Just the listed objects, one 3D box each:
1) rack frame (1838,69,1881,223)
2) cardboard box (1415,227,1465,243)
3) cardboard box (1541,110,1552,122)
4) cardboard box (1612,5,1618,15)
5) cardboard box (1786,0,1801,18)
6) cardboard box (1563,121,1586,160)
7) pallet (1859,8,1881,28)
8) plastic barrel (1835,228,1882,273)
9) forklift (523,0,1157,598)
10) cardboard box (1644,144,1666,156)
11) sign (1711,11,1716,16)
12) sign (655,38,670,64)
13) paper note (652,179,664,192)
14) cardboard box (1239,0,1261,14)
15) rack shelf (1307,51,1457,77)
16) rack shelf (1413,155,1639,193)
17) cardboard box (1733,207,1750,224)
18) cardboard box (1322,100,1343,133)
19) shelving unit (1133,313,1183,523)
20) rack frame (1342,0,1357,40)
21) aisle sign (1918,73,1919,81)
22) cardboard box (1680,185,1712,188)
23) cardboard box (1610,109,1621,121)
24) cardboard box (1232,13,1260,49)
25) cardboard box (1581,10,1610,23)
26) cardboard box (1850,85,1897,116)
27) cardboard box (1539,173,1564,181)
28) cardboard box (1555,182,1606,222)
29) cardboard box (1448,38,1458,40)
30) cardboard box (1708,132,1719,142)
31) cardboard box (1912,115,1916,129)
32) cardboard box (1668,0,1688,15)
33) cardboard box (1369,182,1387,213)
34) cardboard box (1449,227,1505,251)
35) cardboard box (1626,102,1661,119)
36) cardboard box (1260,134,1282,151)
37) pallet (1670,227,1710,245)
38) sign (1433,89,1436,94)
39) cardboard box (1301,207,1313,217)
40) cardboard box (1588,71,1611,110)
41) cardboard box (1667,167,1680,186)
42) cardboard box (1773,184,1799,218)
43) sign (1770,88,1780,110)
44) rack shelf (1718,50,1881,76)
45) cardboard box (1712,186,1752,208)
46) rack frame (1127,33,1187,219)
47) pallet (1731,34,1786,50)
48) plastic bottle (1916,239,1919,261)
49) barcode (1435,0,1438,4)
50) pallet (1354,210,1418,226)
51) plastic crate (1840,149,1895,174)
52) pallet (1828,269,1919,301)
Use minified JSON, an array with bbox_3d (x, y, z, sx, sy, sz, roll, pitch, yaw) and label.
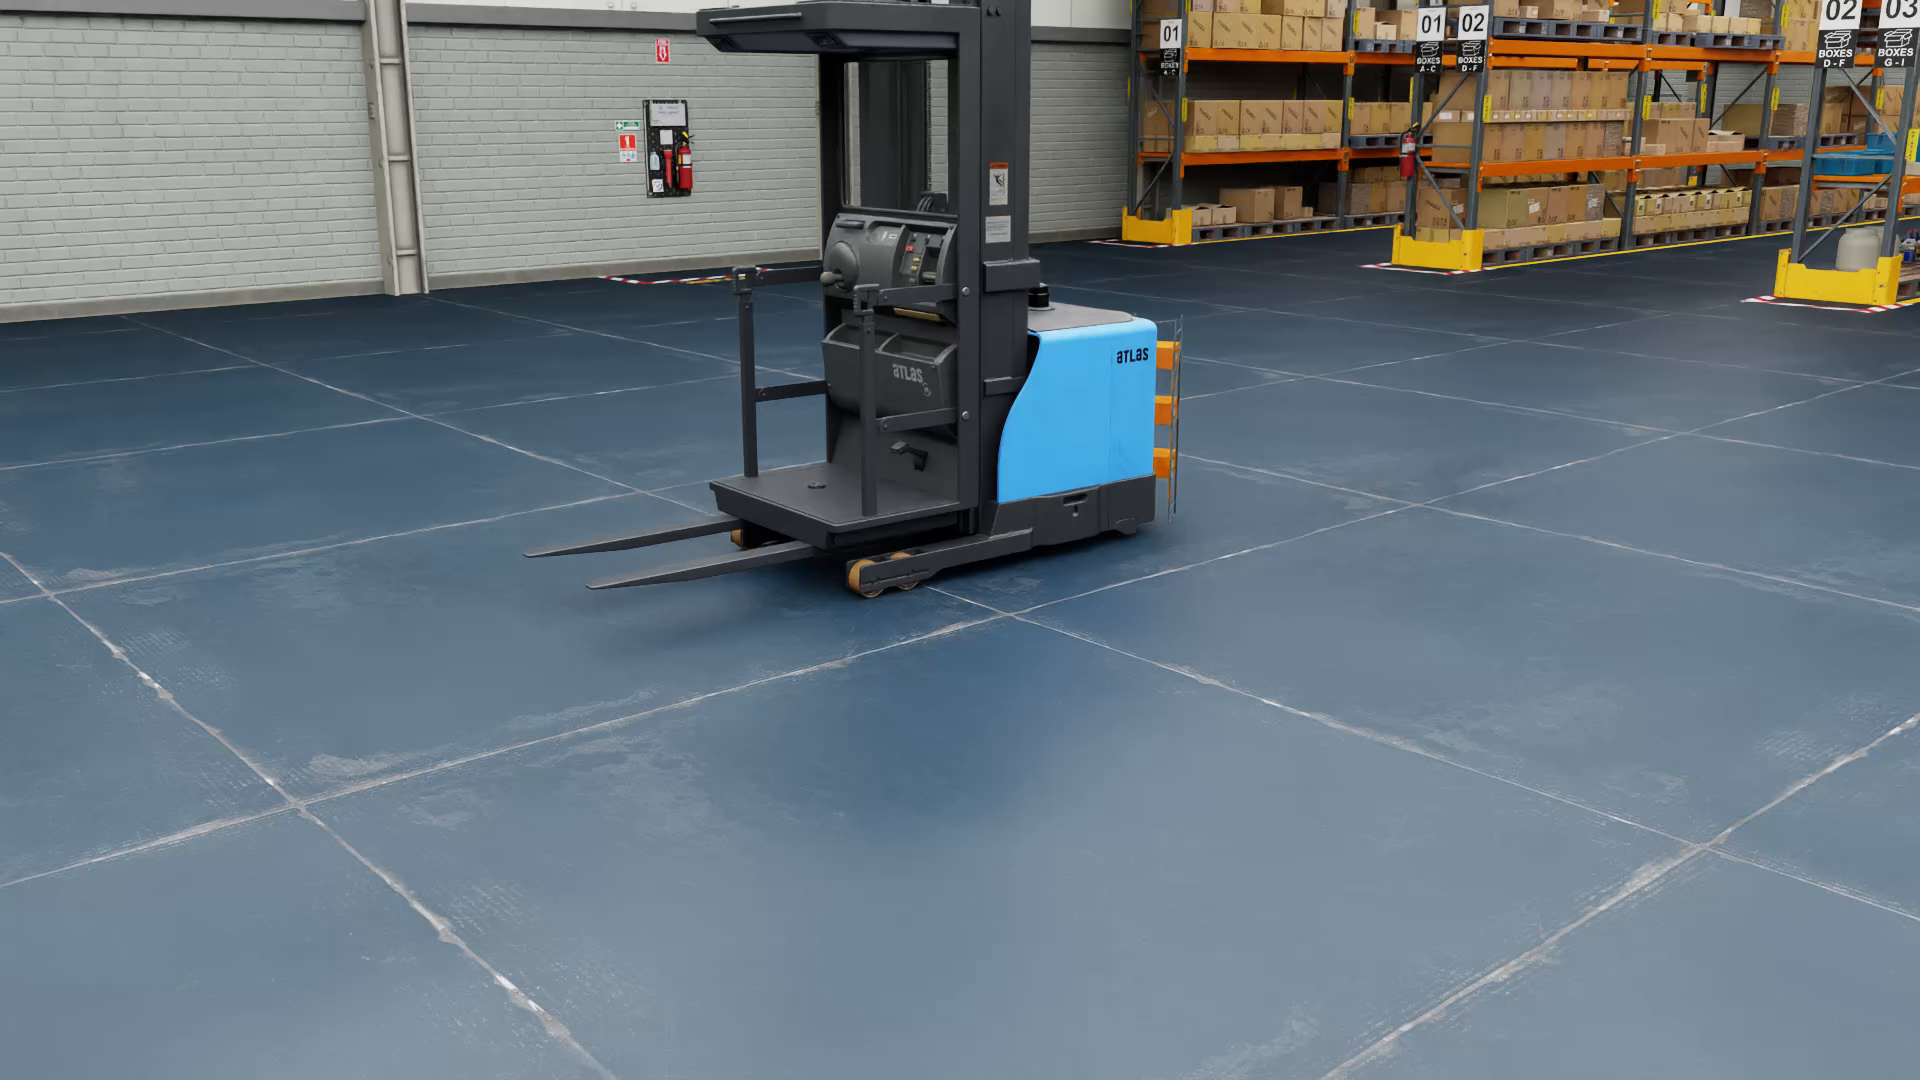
[{"bbox_3d":[15.217,-7.022,28.728,0.127,3.000,1.000,-13,19,-39],"label":"rack frame"},{"bbox_3d":[6.375,-4.012,21.973,0.500,0.250,0.500,-13,19,-39],"label":"cardboard box"},{"bbox_3d":[7.572,-5.594,21.931,0.250,0.149,0.380,-13,20,-40],"label":"cardboard box"},{"bbox_3d":[12.685,-10.043,32.052,0.500,0.500,0.500,-13,20,-40],"label":"cardboard box"},{"bbox_3d":[12.918,-8.484,26.257,0.500,0.500,0.500,-13,19,-39],"label":"cardboard box"},{"bbox_3d":[8.077,-5.464,22.701,0.500,0.500,0.700,-12,19,-39],"label":"cardboard box"},{"bbox_3d":[10.102,-5.504,17.595,1.213,0.211,1.003,-13,19,-39],"label":"pallet"},{"bbox_3d":[9.860,-3.152,18.245,0.421,0.512,0.421,0,15,0],"label":"plastic barrel"},{"bbox_3d":[-0.492,-1.316,7.499,3.031,2.935,1.130,-11,19,-37],"label":"forklift"},{"bbox_3d":[9.985,-5.656,24.099,0.250,0.149,0.380,-13,19,-39],"label":"cardboard box"},{"bbox_3d":[11.845,-8.150,26.134,0.005,0.325,0.100,-13,19,-39],"label":"sign"},{"bbox_3d":[-3.617,-5.951,20.223,0.199,0.298,0.001,-13,19,-39],"label":"sign"},{"bbox_3d":[-3.724,-4.371,20.507,0.142,0.148,0.016,-13,19,-39],"label":"paper note"},{"bbox_3d":[4.151,-8.126,24.875,0.500,0.500,0.500,-12,19,-38],"label":"cardboard box"},{"bbox_3d":[7.437,-8.071,28.236,4.000,0.370,1.077,-13,19,-39],"label":"rack shelf"},{"bbox_3d":[7.674,-4.981,22.478,4.000,0.370,1.077,-13,19,-39],"label":"rack shelf"},{"bbox_3d":[11.963,-5.083,25.980,0.500,0.250,0.500,-12,19,-38],"label":"cardboard box"},{"bbox_3d":[5.774,-6.790,26.657,0.500,0.500,0.500,-13,20,-39],"label":"cardboard box"},{"bbox_3d":[0.987,-0.627,8.561,0.252,1.050,0.215,5,16,17],"label":"shelving unit"},{"bbox_3d":[5.928,-9.529,26.488,0.127,3.000,1.000,-13,19,-39],"label":"rack frame"},{"bbox_3d":[18.094,-9.025,31.186,0.004,0.787,0.394,-13,19,-39],"label":"aisle sign"},{"bbox_3d":[11.612,-5.459,26.301,0.500,0.311,0.500,-12,19,-38],"label":"cardboard box"},{"bbox_3d":[8.930,-5.900,23.073,0.250,0.149,0.380,-13,20,-41],"label":"cardboard box"},{"bbox_3d":[4.144,-7.641,24.999,0.500,0.500,0.500,-12,19,-37],"label":"cardboard box"},{"bbox_3d":[8.452,-7.008,22.263,0.250,0.149,0.380,-13,19,-39],"label":"cardboard box"},{"bbox_3d":[15.758,-7.579,28.680,0.500,0.500,0.500,-12,19,-38],"label":"cardboard box"},{"bbox_3d":[10.889,-6.864,31.486,0.750,0.750,0.750,-12,19,-38],"label":"cardboard box"},{"bbox_3d":[8.591,-4.700,23.096,0.500,0.500,0.500,-13,19,-39],"label":"cardboard box"},{"bbox_3d":[8.579,-8.550,28.767,0.500,0.311,0.500,-13,19,-39],"label":"cardboard box"},{"bbox_3d":[11.398,-6.188,25.776,0.500,0.311,0.500,-13,20,-40],"label":"cardboard box"},{"bbox_3d":[16.544,-7.276,29.482,0.500,0.500,0.500,-13,20,-40],"label":"cardboard box"},{"bbox_3d":[10.088,-7.807,23.876,0.500,0.500,0.500,-10,18,-34],"label":"cardboard box"},{"bbox_3d":[6.829,-5.861,28.371,0.500,0.500,0.700,-13,20,-40],"label":"cardboard box"},{"bbox_3d":[6.715,-3.912,21.596,0.500,0.250,0.500,-13,19,-39],"label":"cardboard box"},{"bbox_3d":[13.479,-8.468,33.557,0.700,0.700,0.980,-14,20,-42],"label":"cardboard box"},{"bbox_3d":[4.640,-6.172,25.797,0.500,0.250,0.500,-12,19,-39],"label":"cardboard box"},{"bbox_3d":[10.633,-4.660,25.287,1.213,0.211,1.003,-13,19,-39],"label":"pallet"},{"bbox_3d":[8.578,-7.975,30.052,0.005,0.325,0.100,-13,19,-39],"label":"sign"},{"bbox_3d":[5.544,-5.378,27.210,0.380,0.166,0.250,13,20,40],"label":"cardboard box"},{"bbox_3d":[8.471,-6.180,22.866,0.500,0.500,0.700,-13,20,-39],"label":"cardboard box"},{"bbox_3d":[14.518,-7.521,34.624,0.500,0.500,0.700,-13,19,-39],"label":"cardboard box"},{"bbox_3d":[13.504,-5.545,27.188,0.500,0.500,0.500,-13,20,-40],"label":"cardboard box"},{"bbox_3d":[12.567,-6.797,25.639,0.005,0.325,0.100,-13,19,-39],"label":"sign"},{"bbox_3d":[13.709,-7.785,27.165,4.000,0.370,1.077,-13,19,-39],"label":"rack shelf"},{"bbox_3d":[11.966,-5.354,25.907,0.500,0.311,0.500,-12,19,-38],"label":"cardboard box"},{"bbox_3d":[2.910,-5.953,24.725,0.127,3.000,1.000,-13,19,-39],"label":"rack frame"},{"bbox_3d":[11.747,-7.570,25.333,1.003,0.211,1.213,-12,19,-37],"label":"pallet"},{"bbox_3d":[11.520,-3.493,19.947,0.097,0.271,0.097,0,15,0],"label":"plastic bottle"},{"bbox_3d":[6.076,-6.864,21.198,0.075,0.075,0.001,-13,19,-39],"label":"barcode"},{"bbox_3d":[7.435,-5.624,28.895,1.213,0.211,1.003,-13,19,-39],"label":"pallet"},{"bbox_3d":[10.088,-4.205,18.467,0.408,0.251,0.499,-13,19,-39],"label":"plastic crate"},{"bbox_3d":[10.056,-2.836,18.458,1.213,0.211,1.003,-13,19,-39],"label":"pallet"}]
